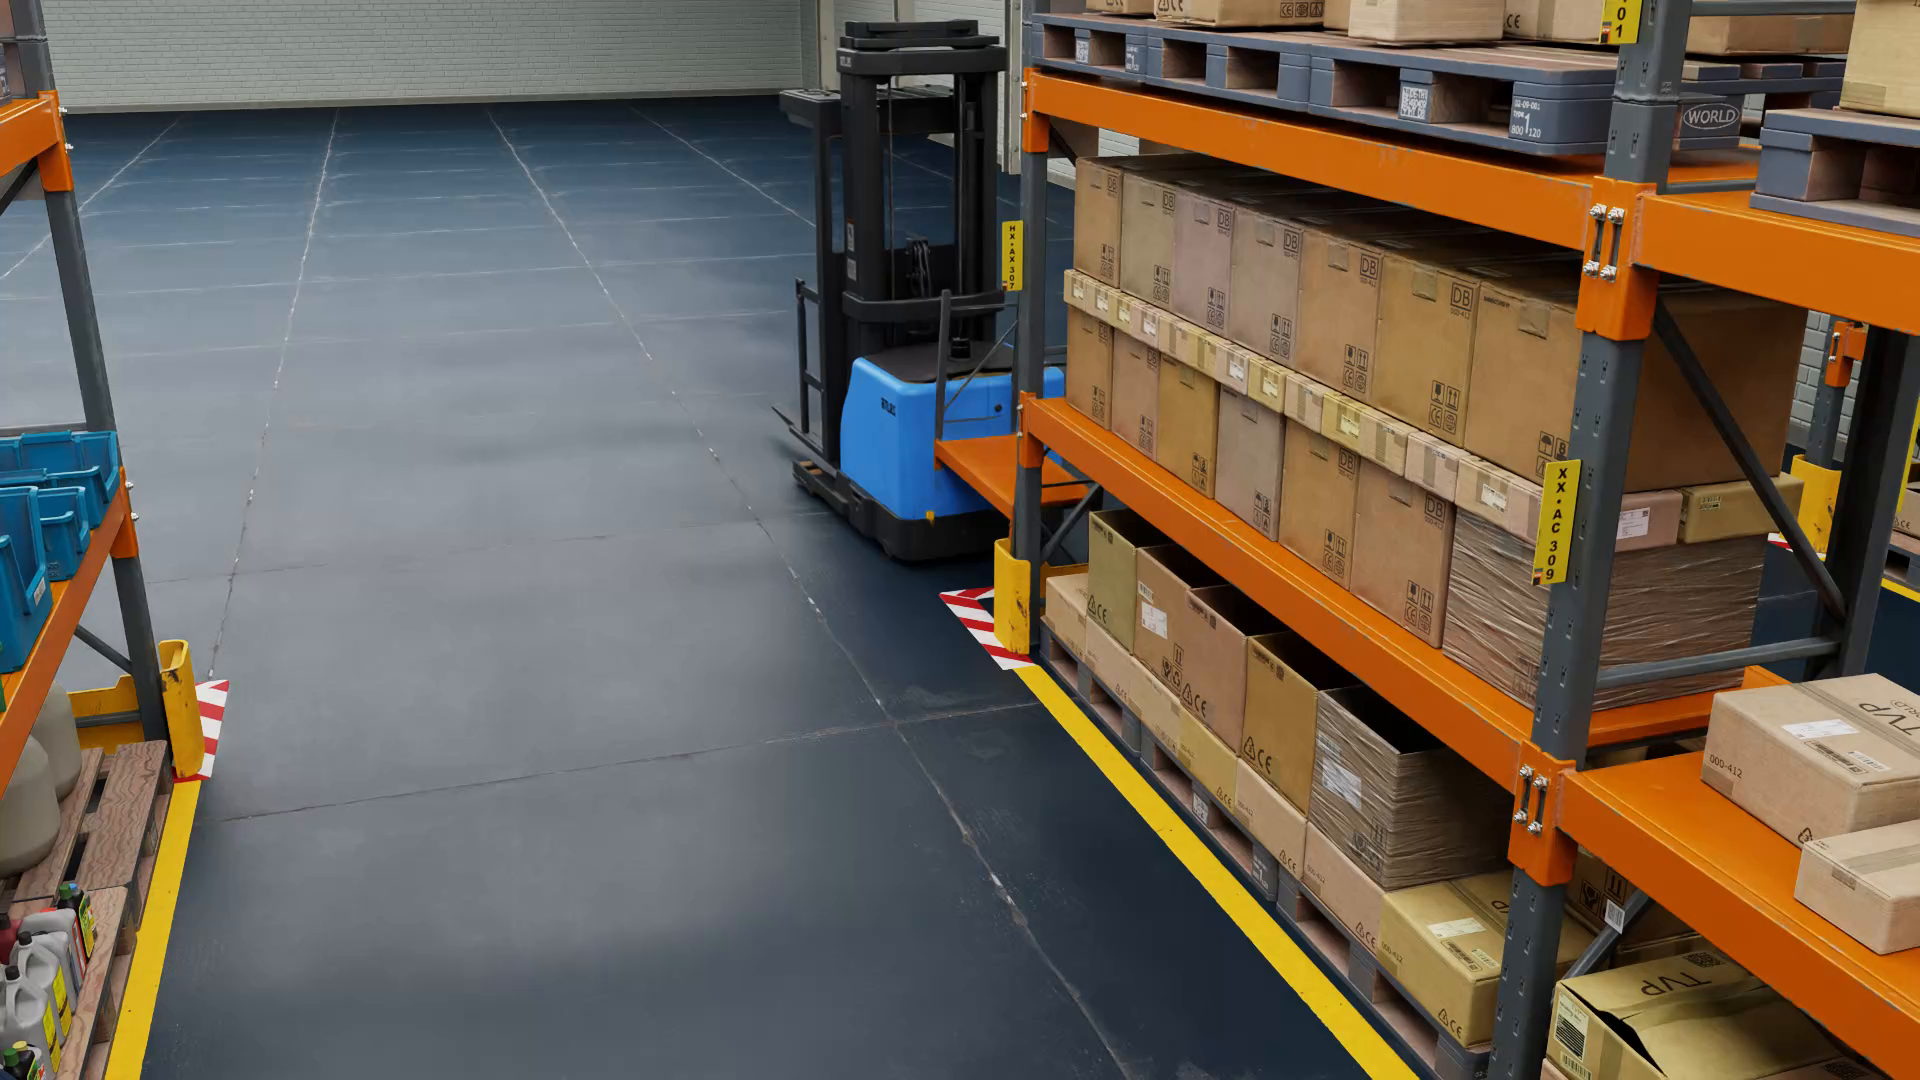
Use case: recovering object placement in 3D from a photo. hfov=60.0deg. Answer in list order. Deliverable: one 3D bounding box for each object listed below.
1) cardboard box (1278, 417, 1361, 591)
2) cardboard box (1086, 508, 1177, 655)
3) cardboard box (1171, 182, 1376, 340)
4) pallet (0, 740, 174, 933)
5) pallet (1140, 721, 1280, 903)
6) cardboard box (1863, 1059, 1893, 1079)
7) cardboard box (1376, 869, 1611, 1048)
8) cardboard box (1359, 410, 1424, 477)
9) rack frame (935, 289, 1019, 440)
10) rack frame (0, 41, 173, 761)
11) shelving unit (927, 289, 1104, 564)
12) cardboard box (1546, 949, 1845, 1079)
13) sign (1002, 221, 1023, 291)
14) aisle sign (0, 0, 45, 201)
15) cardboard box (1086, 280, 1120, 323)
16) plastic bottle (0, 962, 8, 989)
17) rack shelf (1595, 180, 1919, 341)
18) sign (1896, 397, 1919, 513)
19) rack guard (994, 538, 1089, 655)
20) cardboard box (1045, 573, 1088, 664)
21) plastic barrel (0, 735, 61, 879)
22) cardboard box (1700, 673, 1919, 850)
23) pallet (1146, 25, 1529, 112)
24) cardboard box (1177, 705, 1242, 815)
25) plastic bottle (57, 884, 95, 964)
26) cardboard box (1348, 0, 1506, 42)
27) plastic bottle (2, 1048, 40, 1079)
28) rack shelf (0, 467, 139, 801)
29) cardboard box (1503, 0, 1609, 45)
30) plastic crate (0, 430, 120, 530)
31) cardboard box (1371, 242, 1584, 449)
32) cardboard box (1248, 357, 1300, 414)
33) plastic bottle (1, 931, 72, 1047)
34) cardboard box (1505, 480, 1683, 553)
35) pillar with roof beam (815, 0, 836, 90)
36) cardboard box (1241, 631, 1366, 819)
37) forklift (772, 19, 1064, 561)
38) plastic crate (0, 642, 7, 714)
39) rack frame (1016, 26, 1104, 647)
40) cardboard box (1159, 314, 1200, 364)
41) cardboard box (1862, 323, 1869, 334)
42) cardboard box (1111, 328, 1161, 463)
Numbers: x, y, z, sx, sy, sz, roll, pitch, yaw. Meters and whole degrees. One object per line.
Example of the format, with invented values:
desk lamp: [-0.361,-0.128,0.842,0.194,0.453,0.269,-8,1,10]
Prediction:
cardboard box: [1.560,-0.176,5.821,0.700,0.500,0.500,-6,21,-16]
cardboard box: [0.890,0.159,7.374,0.500,0.500,0.500,-6,21,-17]
cardboard box: [1.255,-1.100,6.475,0.700,0.500,0.500,-6,21,-17]
pallet: [-3.611,1.177,6.326,1.003,0.211,1.213,-6,21,-17]
pallet: [1.434,1.003,6.811,1.003,0.211,1.213,-6,21,-17]
cardboard box: [2.600,1.441,4.083,0.500,0.311,0.500,-6,21,-16]
cardboard box: [1.678,1.314,5.268,0.500,0.250,0.500,-6,21,-17]
cardboard box: [1.498,-0.321,5.267,0.380,0.149,0.250,-6,21,-17]
rack frame: [0.090,-0.675,9.270,0.500,1.500,0.032,-7,26,-24]
rack frame: [-3.929,-0.416,6.636,1.000,3.000,0.127,-6,21,-17]
shelving unit: [0.304,-0.473,8.844,0.587,1.500,1.083,-7,26,-24]
cardboard box: [1.925,1.334,4.381,0.500,0.311,0.500,-6,21,-17]
sign: [0.245,-1.328,7.780,0.100,0.325,0.005,-6,21,-17]
aisle sign: [-3.670,-1.694,6.349,0.394,0.787,0.004,-6,21,-17]
cardboard box: [0.779,-1.060,7.322,0.380,0.149,0.250,-7,21,-19]
plastic bottle: [-2.952,1.385,5.113,0.097,0.201,0.097,0,20,0]
rack shelf: [2.660,-0.088,2.352,1.077,0.370,4.000,-6,21,-17]
sign: [2.543,-0.226,4.511,0.100,0.325,0.005,-6,21,-17]
rack guard: [0.767,0.228,8.542,1.175,0.500,0.348,-6,21,-17]
cardboard box: [0.731,0.351,7.947,0.500,0.250,0.500,-6,21,-17]
plastic barrel: [-3.492,0.922,5.973,0.421,0.512,0.421,0,20,0]
cardboard box: [2.228,0.567,4.123,0.500,0.250,0.500,-5,20,-14]
pallet: [1.359,-1.689,5.875,1.003,0.211,1.213,-6,21,-17]
cardboard box: [1.201,0.833,6.606,0.500,0.250,0.500,-6,21,-17]
plastic bottle: [-2.882,1.234,5.411,0.061,0.283,0.133,-6,21,-16]
cardboard box: [1.393,-1.572,4.962,0.380,0.149,0.250,-6,21,-17]
plastic bottle: [-2.604,1.518,4.620,0.061,0.283,0.133,-5,20,-15]
rack shelf: [-3.301,0.565,4.971,1.077,0.370,4.000,-6,21,-17]
cardboard box: [1.954,-1.653,4.948,0.500,0.311,0.500,-8,21,-20]
plastic crate: [-3.488,-0.217,6.303,0.499,0.251,0.616,-6,21,-17]
cardboard box: [1.726,-0.618,5.134,0.700,0.500,0.500,-6,21,-17]
cardboard box: [1.259,-0.566,5.949,0.380,0.149,0.250,-6,21,-15]
plastic bottle: [-2.783,1.348,4.994,0.144,0.351,0.185,-6,20,-15]
cardboard box: [1.743,-0.074,4.577,0.380,0.149,0.250,-6,21,-17]
pillar with roof beam: [-6.999,-13.329,33.713,9.100,9.000,0.400,-6,21,-17]
cardboard box: [1.371,0.639,6.037,0.500,0.500,0.500,-6,21,-17]
forklift: [-0.443,-1.723,10.377,1.130,2.935,3.031,-8,21,-22]
plastic crate: [-2.831,0.502,4.395,0.450,0.188,0.662,-6,21,-17]
rack frame: [0.774,-0.941,8.098,1.000,3.000,0.127,-6,21,-17]
cardboard box: [1.019,-0.813,6.635,0.380,0.149,0.250,-7,21,-19]
cardboard box: [5.328,-1.217,9.059,0.500,0.250,0.500,-7,21,-19]
cardboard box: [1.078,-0.669,7.193,0.700,0.500,0.500,-6,21,-16]
